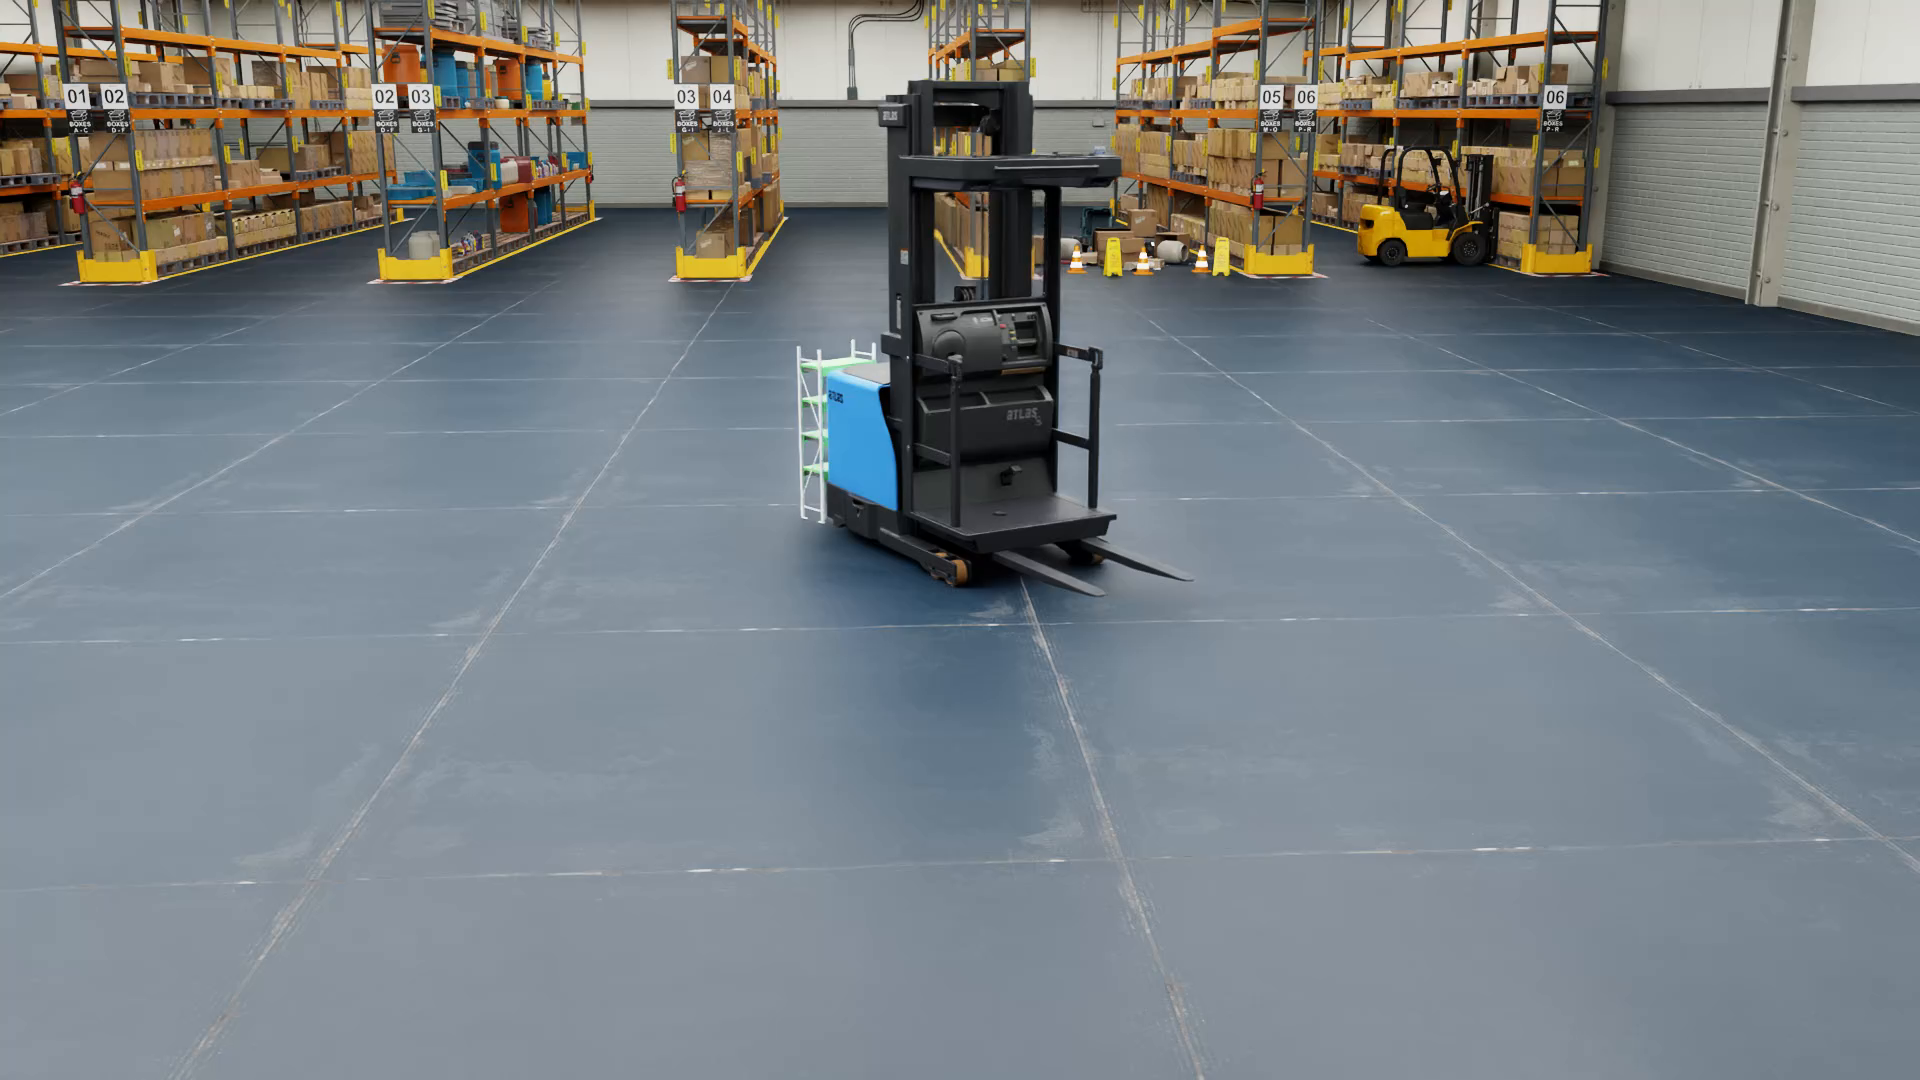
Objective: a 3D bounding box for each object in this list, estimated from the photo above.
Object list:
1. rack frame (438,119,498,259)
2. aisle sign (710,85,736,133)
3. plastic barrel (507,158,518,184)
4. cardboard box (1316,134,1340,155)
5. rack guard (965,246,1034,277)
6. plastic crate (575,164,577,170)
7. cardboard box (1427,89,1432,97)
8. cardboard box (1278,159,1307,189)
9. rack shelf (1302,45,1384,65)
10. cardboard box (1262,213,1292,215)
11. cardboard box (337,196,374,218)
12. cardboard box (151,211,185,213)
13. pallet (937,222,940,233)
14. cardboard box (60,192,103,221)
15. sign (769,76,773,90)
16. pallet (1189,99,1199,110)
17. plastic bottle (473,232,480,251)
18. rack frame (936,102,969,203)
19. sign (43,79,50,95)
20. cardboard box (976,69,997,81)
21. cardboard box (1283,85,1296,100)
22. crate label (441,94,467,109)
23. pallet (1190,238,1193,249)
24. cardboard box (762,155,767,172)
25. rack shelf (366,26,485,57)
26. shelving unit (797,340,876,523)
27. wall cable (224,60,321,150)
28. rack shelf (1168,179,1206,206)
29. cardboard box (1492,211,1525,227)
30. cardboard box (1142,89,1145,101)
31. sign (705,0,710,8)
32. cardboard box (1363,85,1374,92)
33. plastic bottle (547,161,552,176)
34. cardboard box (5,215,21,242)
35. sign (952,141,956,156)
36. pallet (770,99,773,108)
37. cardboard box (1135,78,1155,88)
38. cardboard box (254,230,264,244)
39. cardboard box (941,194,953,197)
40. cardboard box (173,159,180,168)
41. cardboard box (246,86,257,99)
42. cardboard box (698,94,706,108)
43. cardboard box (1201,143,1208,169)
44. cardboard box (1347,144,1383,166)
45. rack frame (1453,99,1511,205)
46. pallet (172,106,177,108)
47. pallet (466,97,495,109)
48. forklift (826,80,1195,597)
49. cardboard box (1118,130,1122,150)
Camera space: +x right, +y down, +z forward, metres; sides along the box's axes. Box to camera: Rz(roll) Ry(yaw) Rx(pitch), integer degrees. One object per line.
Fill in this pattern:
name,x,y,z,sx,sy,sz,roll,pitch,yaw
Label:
rack frame,-9.471,-6.901,31.827,1.000,3.000,0.127,-1,14,-3
aisle sign,-3.977,-7.231,27.892,0.394,0.787,0.004,-1,14,-3
plastic barrel,-9.442,-7.697,34.698,0.421,0.512,0.421,0,14,0
cardboard box,9.426,-10.137,42.603,0.500,0.500,0.500,-1,14,-2
rack guard,0.678,-4.817,28.746,1.175,0.500,0.348,-1,14,-3
plastic crate,-9.980,-9.514,42.393,0.396,0.136,0.243,-1,14,-3
cardboard box,9.898,-9.251,34.403,0.380,0.149,0.250,-1,14,-4
cardboard box,5.858,-6.450,29.278,0.500,0.500,0.500,-1,14,-4
rack shelf,9.697,-12.250,42.029,1.077,0.370,4.000,-1,14,-3
cardboard box,5.798,-5.711,30.374,0.500,0.500,0.500,-1,14,-6
cardboard box,-15.033,-8.286,41.338,0.797,0.503,0.637,-1,14,-3
cardboard box,-14.660,-5.816,30.781,0.500,0.500,0.500,-1,14,-3
pallet,-0.017,-7.474,39.652,1.003,0.211,1.213,-1,14,-3
cardboard box,-19.570,-7.308,36.881,0.750,0.750,0.750,-1,14,-4
sign,-4.483,-10.833,39.422,0.100,0.325,0.005,-1,14,-3
pallet,5.364,-8.905,33.974,1.213,0.211,1.003,-1,14,-3
plastic bottle,-9.132,-5.628,31.312,0.144,0.351,0.185,-2,15,-6
rack frame,-0.067,-9.018,40.057,1.000,3.000,0.127,-1,14,-3
sign,-19.066,-9.454,34.692,0.100,0.325,0.005,-1,14,-3
cardboard box,0.367,-7.927,28.457,0.500,0.250,0.500,-1,14,-3
cardboard box,5.846,-7.789,28.963,0.500,0.250,0.500,-1,14,-4
crate label,-9.010,-7.757,29.435,0.502,0.251,0.408,-1,14,-3
pallet,5.235,-6.278,35.001,1.003,0.211,1.213,-1,14,-3
cardboard box,-4.604,-8.401,37.458,0.500,0.500,0.500,-1,14,-4
rack shelf,-9.348,-8.767,29.286,1.077,0.370,4.000,-1,14,-3
shelving unit,-0.848,-0.760,11.571,0.503,1.200,0.258,-14,20,-42
wall cable,-20.097,-12.546,47.960,3.097,2.526,0.112,-1,14,-3
rack shelf,5.239,-7.279,34.742,1.077,0.370,4.000,-1,14,-3
cardboard box,10.146,-5.931,30.727,0.500,0.250,0.500,-1,14,-3
cardboard box,4.549,-10.581,39.538,0.396,0.266,0.258,-1,14,-4
sign,-5.330,-11.397,35.070,0.100,0.325,0.005,-1,14,-3
cardboard box,9.556,-10.461,38.509,0.380,0.149,0.250,-1,14,-3
plastic bottle,-9.584,-8.643,38.697,0.144,0.351,0.185,-1,14,-3
cardboard box,-19.536,-6.314,33.680,0.700,0.500,0.500,-1,14,-4
sign,-0.112,-7.540,32.148,0.100,0.325,0.005,-1,14,-3
pallet,-5.064,-10.580,40.286,1.003,0.211,1.213,-1,14,-3
cardboard box,4.752,-11.209,41.302,0.797,0.503,0.637,0,14,1
cardboard box,-14.258,-6.057,33.223,0.500,0.250,0.500,-1,14,-5
cardboard box,-0.165,-7.671,37.489,0.500,0.250,0.500,-1,14,-3
cardboard box,-14.072,-6.676,29.452,0.380,0.149,0.250,-1,14,-3
cardboard box,-14.504,-9.019,33.498,0.500,0.250,0.500,-1,14,-5
cardboard box,-4.564,-7.479,28.354,0.500,0.250,0.500,-1,14,-2
cardboard box,5.105,-7.637,33.050,0.500,0.500,0.500,-1,14,-4
cardboard box,9.660,-9.197,39.707,0.700,0.500,0.500,-1,14,-3
rack frame,10.317,-7.208,33.020,1.000,3.000,0.127,-1,14,-3
pallet,-20.047,-10.958,41.753,1.003,0.211,1.213,-1,14,-3
pallet,-9.329,-8.084,30.785,1.213,0.211,1.003,-1,14,-3
forklift,0.266,-1.269,10.076,1.130,2.935,3.031,-8,17,-29
cardboard box,4.404,-10.395,43.201,0.500,0.500,0.500,-1,14,-5
